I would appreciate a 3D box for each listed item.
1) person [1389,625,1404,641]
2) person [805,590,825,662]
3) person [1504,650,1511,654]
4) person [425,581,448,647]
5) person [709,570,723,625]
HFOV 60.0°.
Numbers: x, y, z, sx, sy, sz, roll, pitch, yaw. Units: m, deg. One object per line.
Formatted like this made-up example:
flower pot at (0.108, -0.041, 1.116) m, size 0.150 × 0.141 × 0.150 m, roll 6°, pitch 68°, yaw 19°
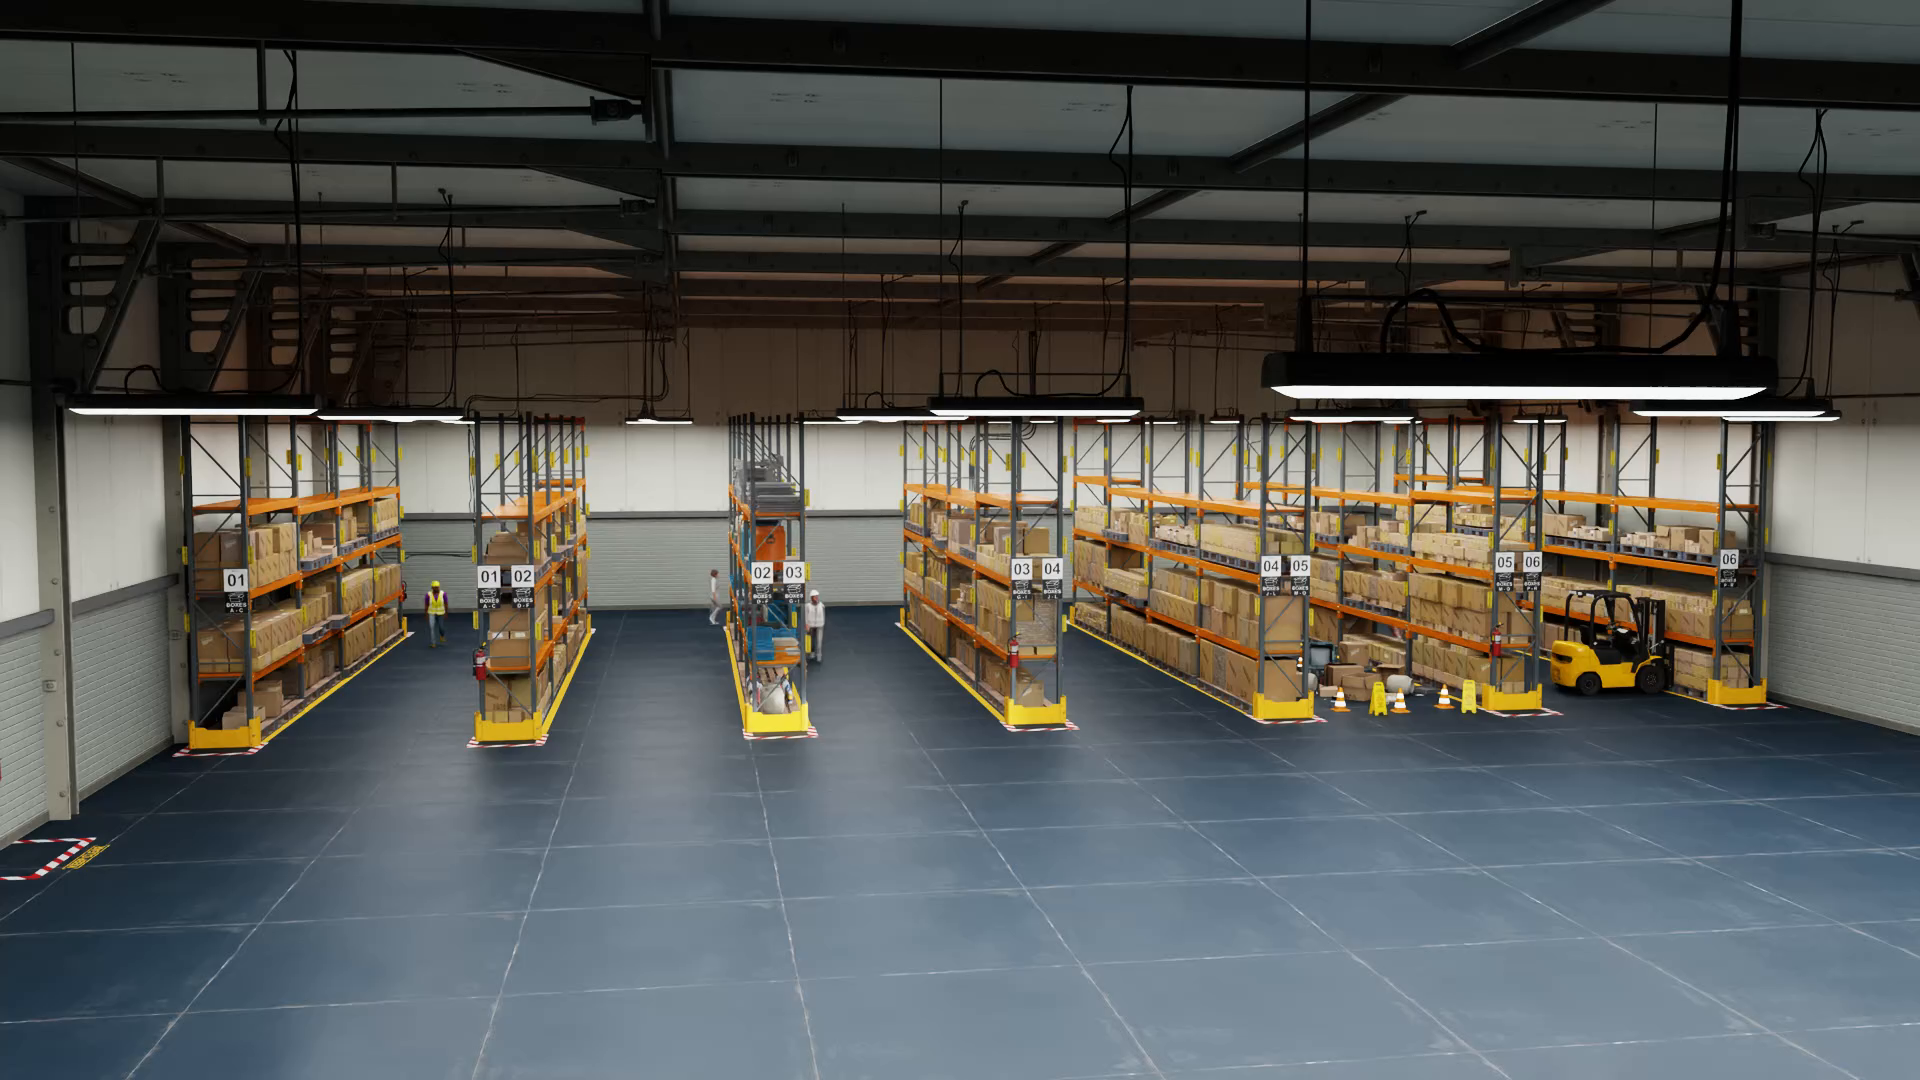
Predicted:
person at (11.674, 1.893, 44.263) m, size 0.488 × 1.697 × 0.388 m, roll -3°, pitch 5°, yaw -37°
person at (-3.553, 2.086, 40.589) m, size 0.541 × 1.711 × 1.069 m, roll 0°, pitch 4°, yaw -7°
person at (12.483, 2.341, 38.223) m, size 0.533 × 1.581 × 0.705 m, roll -1°, pitch 4°, yaw -8°
person at (-13.638, 1.913, 43.333) m, size 0.579 × 1.724 × 0.979 m, roll -1°, pitch 4°, yaw -13°
person at (-7.067, 1.648, 47.998) m, size 0.389 × 1.595 × 0.437 m, roll -2°, pitch 4°, yaw -22°
